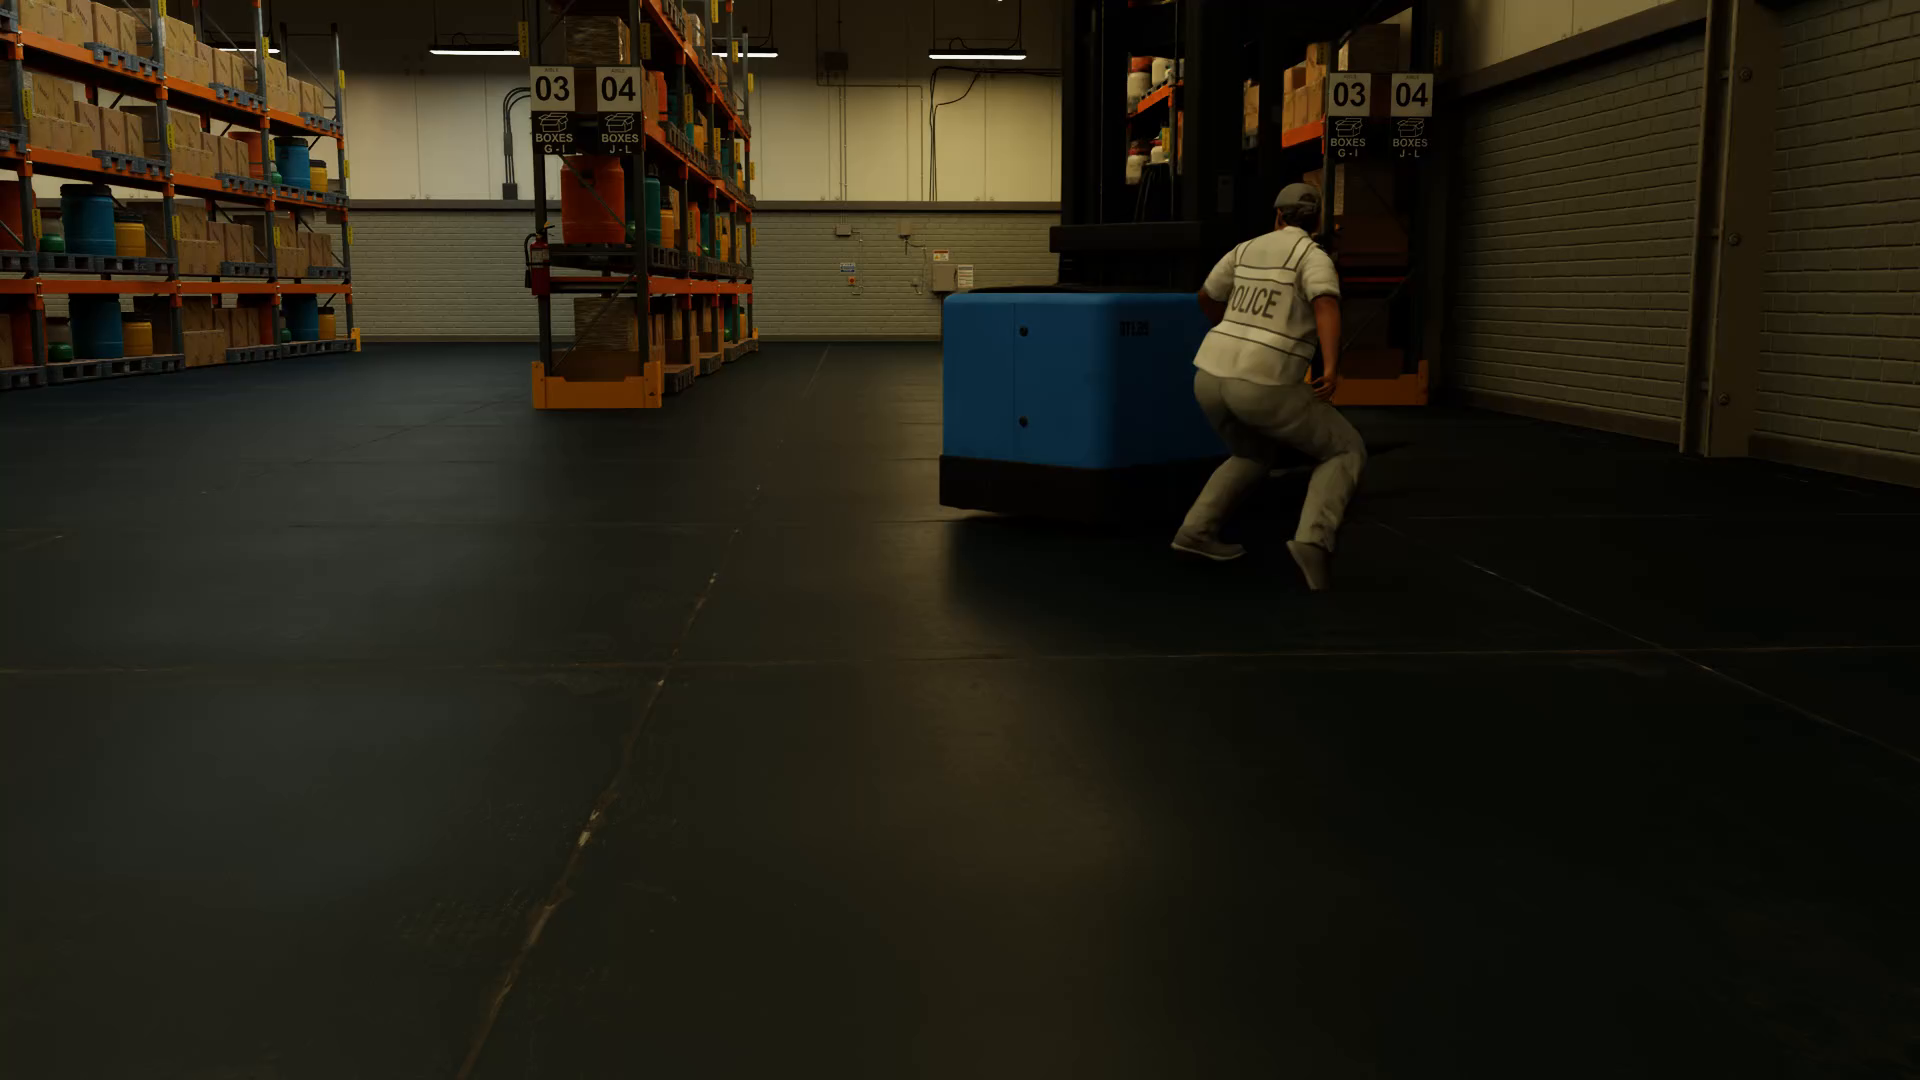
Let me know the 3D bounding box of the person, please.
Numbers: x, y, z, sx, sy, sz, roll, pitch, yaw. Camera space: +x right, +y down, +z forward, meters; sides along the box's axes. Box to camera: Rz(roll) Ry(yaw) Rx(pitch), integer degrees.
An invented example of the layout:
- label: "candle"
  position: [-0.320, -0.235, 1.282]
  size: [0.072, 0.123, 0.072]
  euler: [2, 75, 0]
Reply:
- label: "person"
  position: [1.207, -0.561, 6.311]
  size: [0.533, 1.580, 0.946]
  euler: [-5, 10, -29]

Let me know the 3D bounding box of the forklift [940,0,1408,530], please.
- label: "forklift"
  position: [1.284, -1.658, 8.495]
  size: [1.130, 2.935, 3.031]
  euler: [8, 12, 43]
